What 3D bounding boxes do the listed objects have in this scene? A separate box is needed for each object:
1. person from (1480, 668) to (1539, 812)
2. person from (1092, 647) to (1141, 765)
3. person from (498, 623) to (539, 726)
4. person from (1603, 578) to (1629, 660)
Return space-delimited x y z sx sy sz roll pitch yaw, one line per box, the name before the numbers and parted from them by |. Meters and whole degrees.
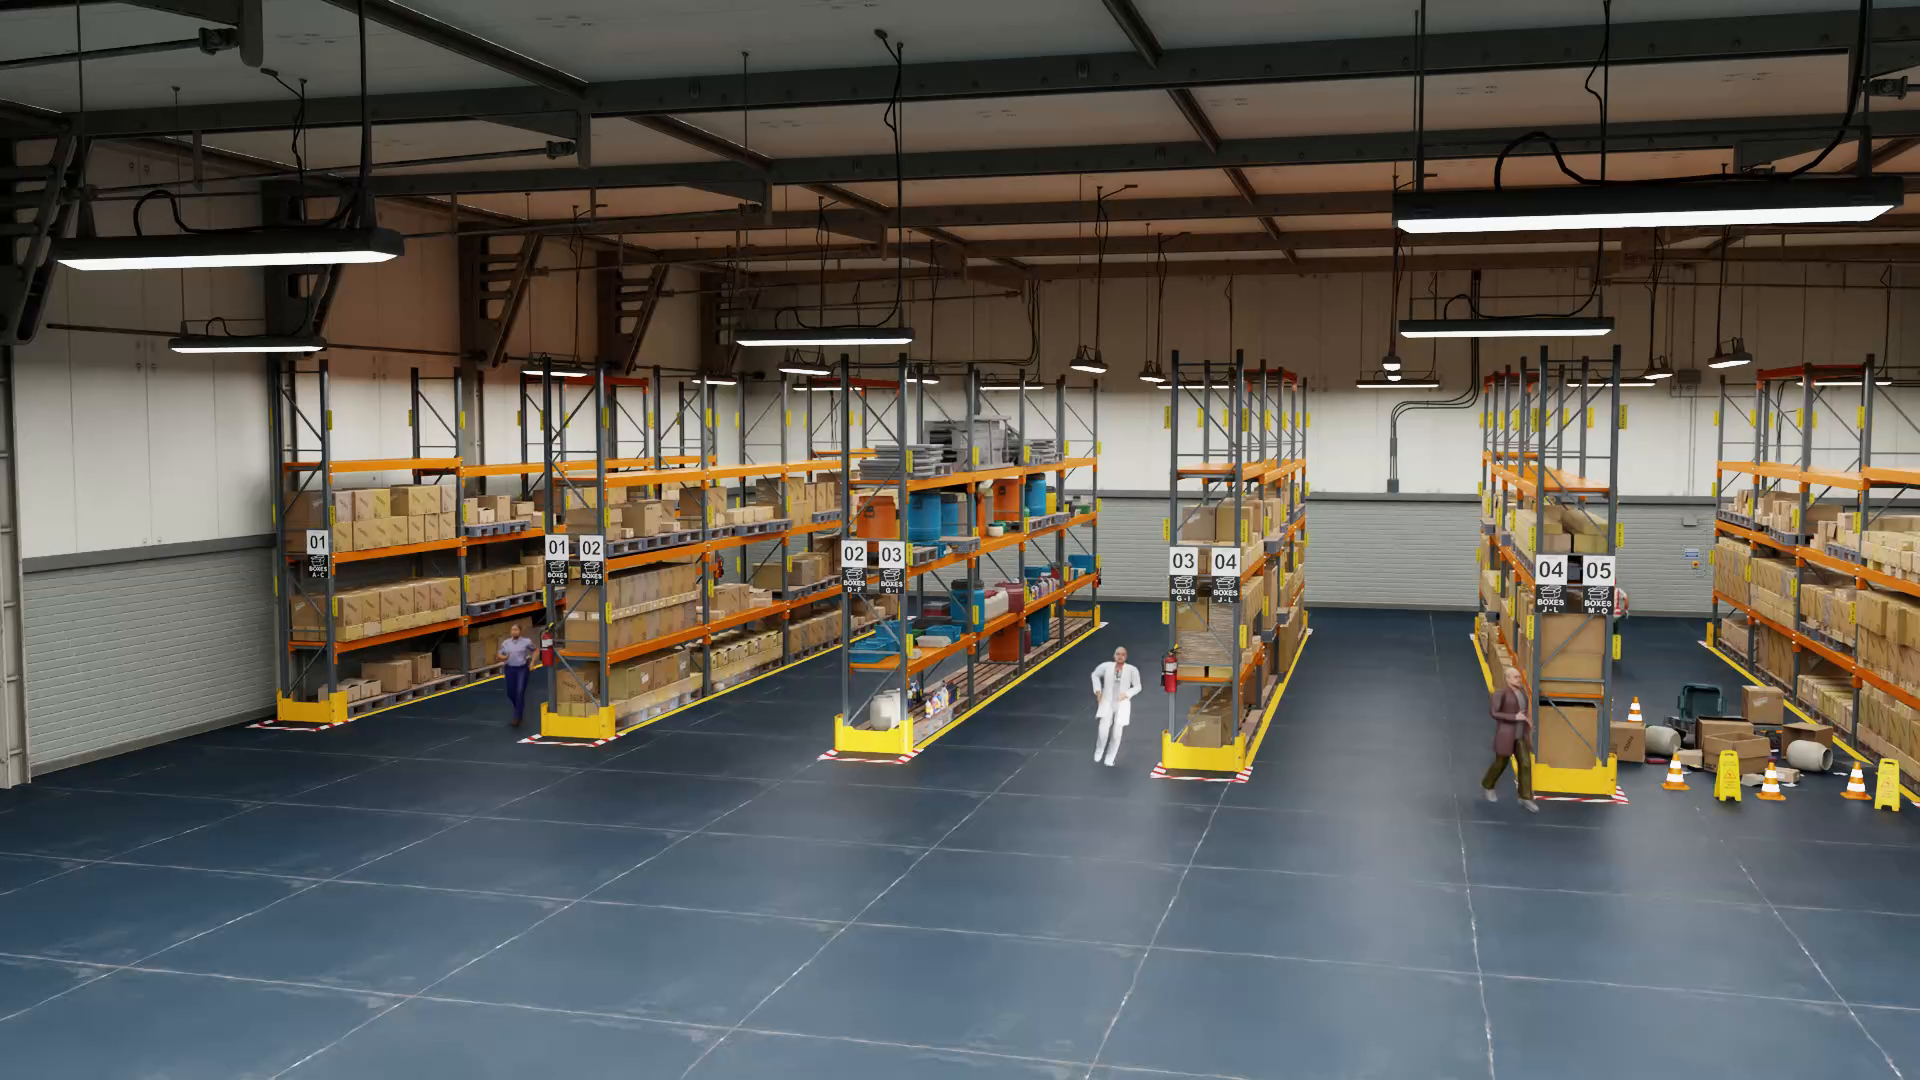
person | 7.120 2.542 21.482 0.713 1.791 0.956 -2 4 -22
person | 2.264 2.412 24.089 0.722 1.745 0.626 0 4 5
person | -7.299 2.186 27.409 0.609 1.630 0.945 0 4 2
person | 13.414 1.608 34.290 0.660 1.790 0.983 1 4 10
